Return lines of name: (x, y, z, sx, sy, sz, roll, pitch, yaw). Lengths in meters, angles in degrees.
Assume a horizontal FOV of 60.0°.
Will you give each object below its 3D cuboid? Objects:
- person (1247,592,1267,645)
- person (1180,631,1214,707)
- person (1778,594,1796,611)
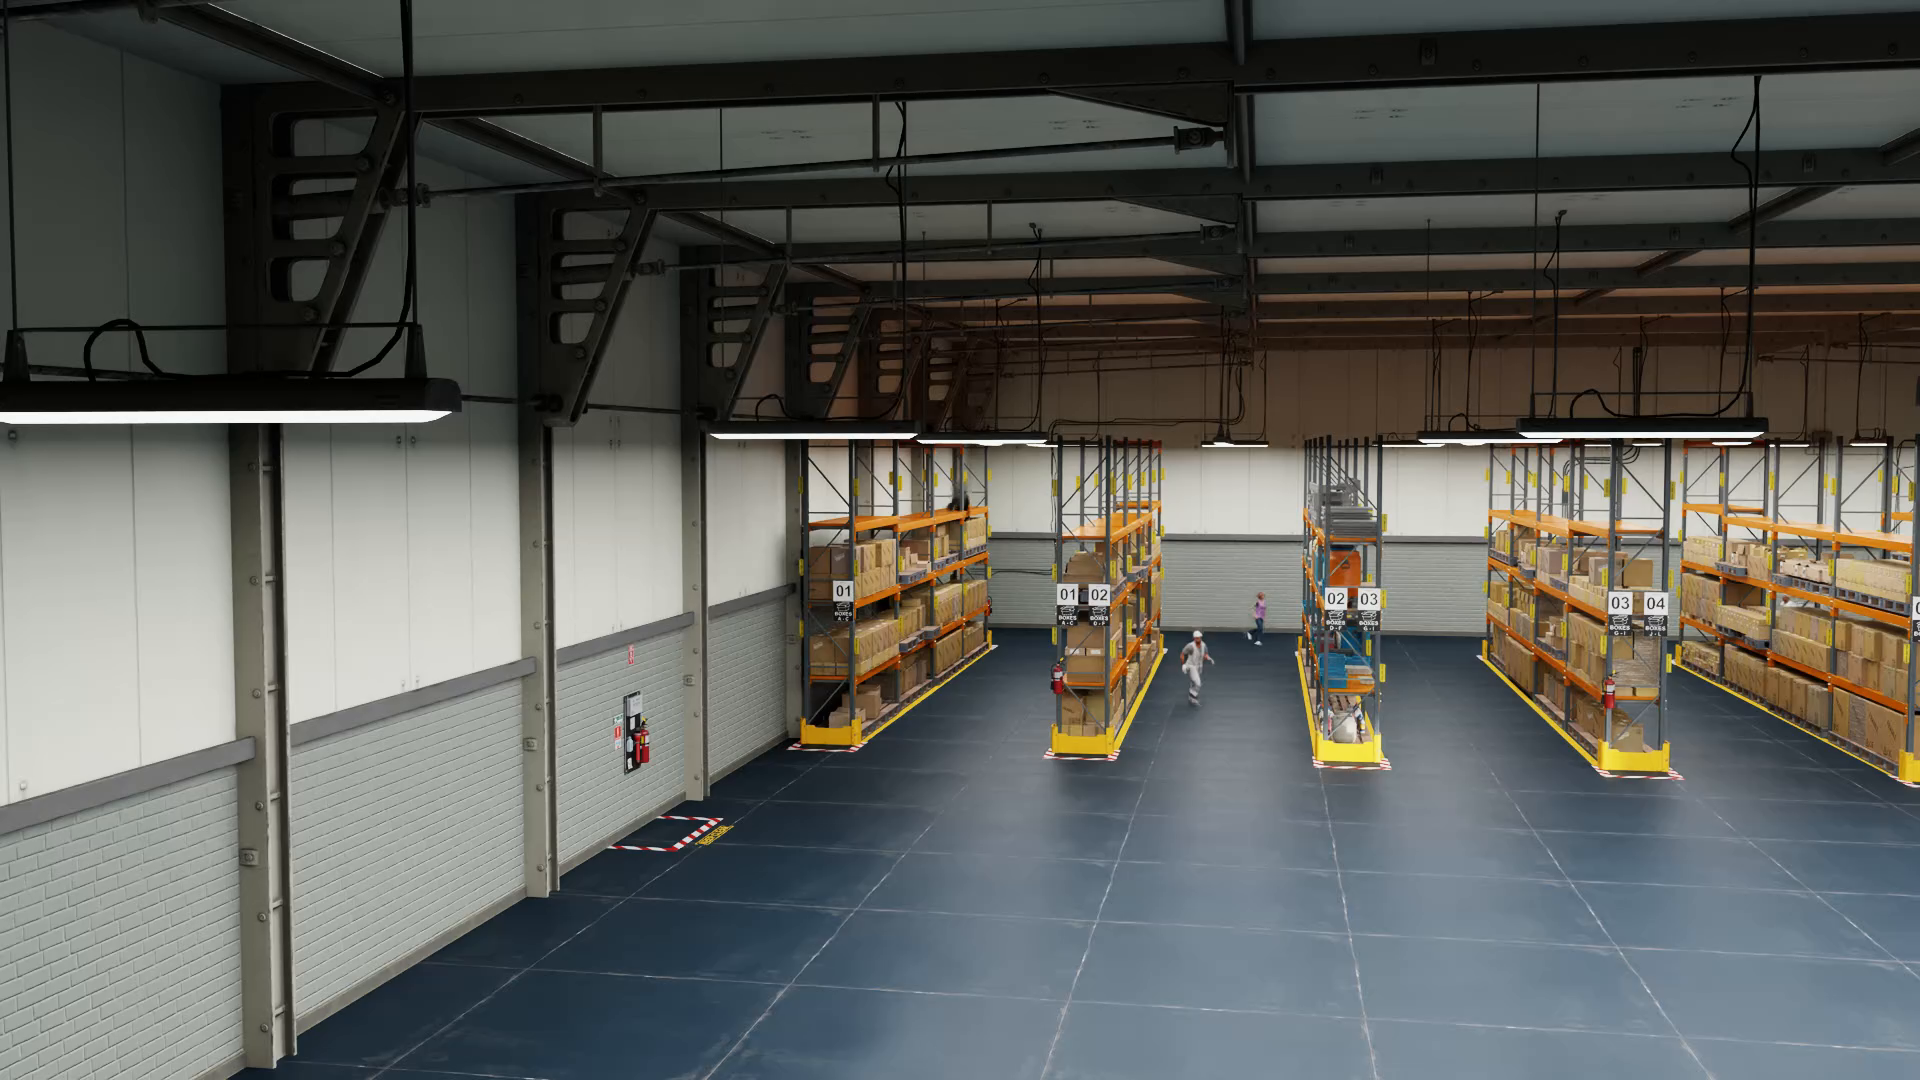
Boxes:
person: (8.794, 2.303, 49.134, 0.577, 1.543, 0.647, -3, 4, -43)
person: (5.298, 2.881, 37.191, 0.684, 1.738, 0.829, -2, 4, -39)
person: (22.979, 2.312, 46.152, 0.976, 1.764, 0.684, 0, 3, -8)
